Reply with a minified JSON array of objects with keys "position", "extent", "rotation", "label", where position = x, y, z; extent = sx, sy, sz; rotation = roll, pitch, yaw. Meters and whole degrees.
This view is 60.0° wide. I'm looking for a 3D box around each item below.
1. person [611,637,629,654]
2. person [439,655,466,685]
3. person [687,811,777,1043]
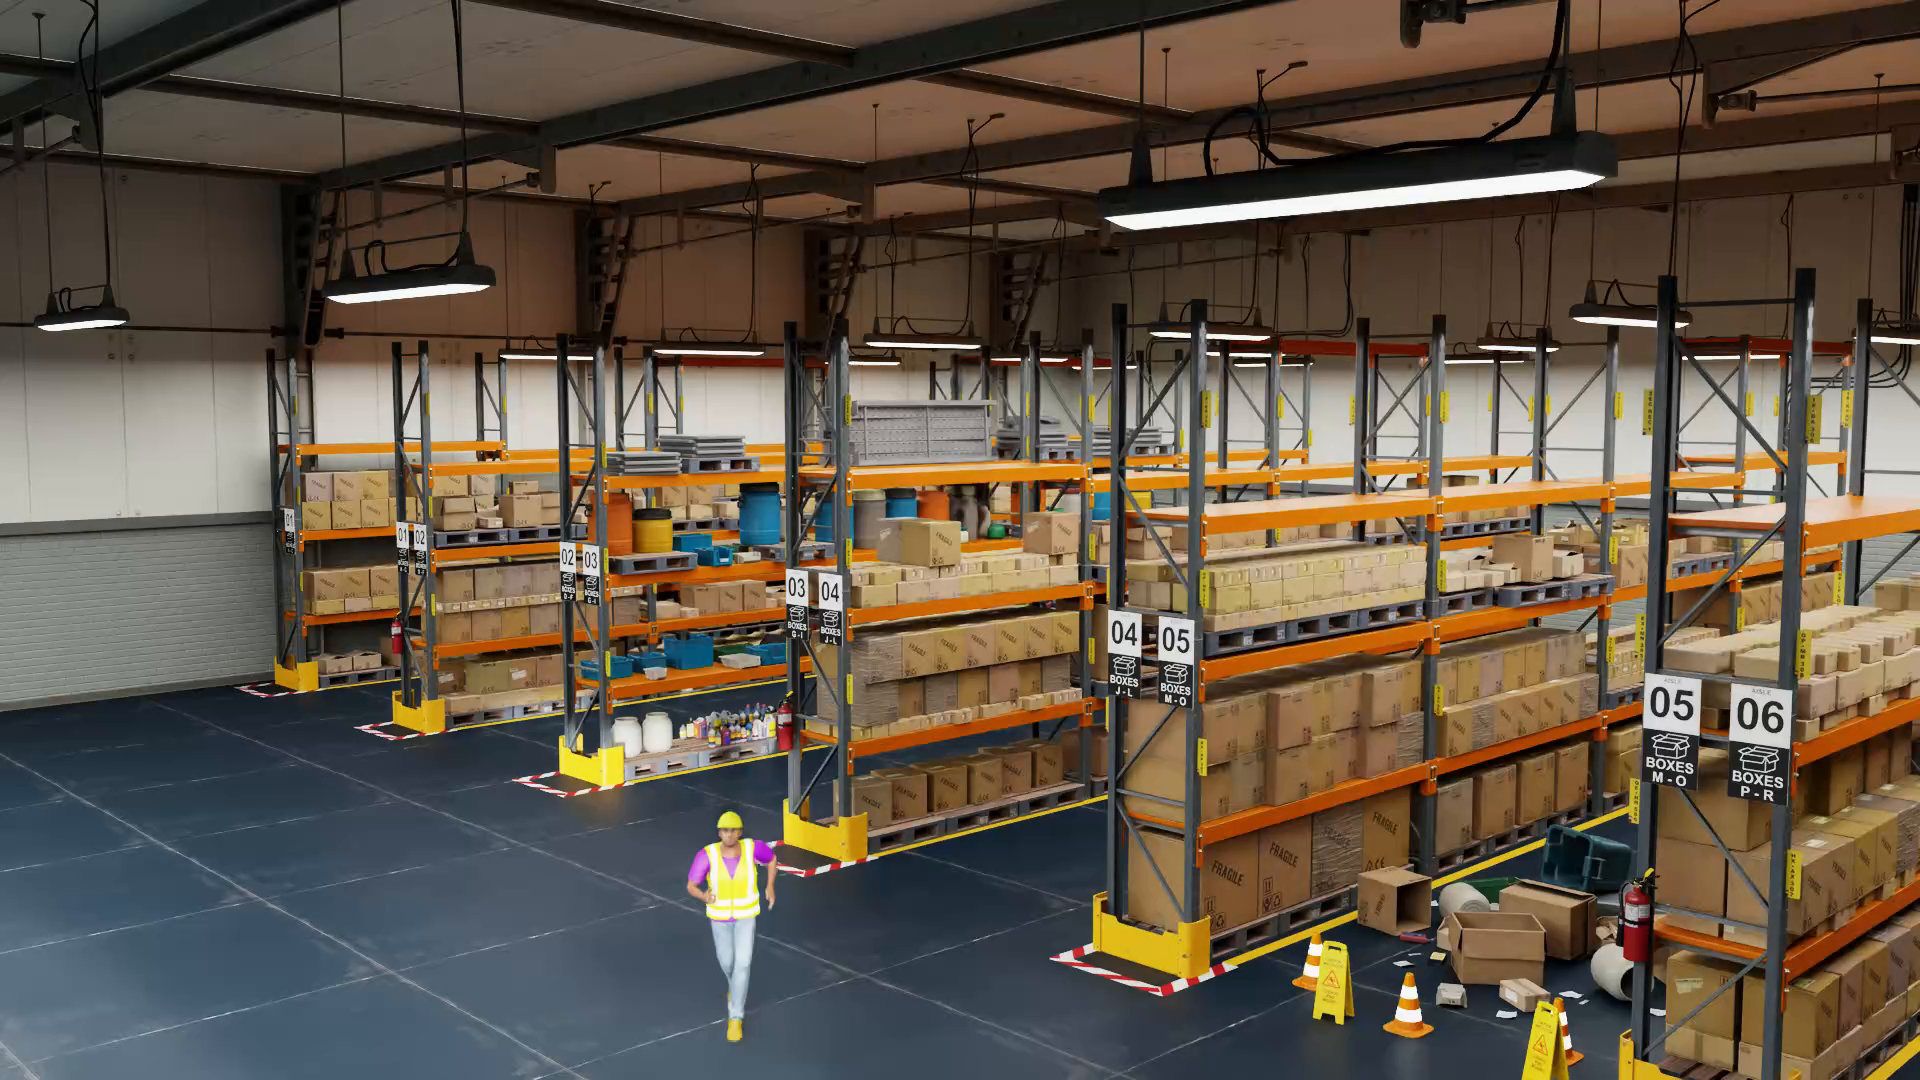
[{"position":[-6.432,1.640,31.028],"extent":[0.529,1.695,0.887],"rotation":[4,6,38],"label":"person"},{"position":[-8.515,1.934,27.801],"extent":[0.555,1.680,0.791],"rotation":[4,6,37],"label":"person"},{"position":[-1.871,3.119,13.688],"extent":[0.729,1.826,0.911],"rotation":[0,5,-6],"label":"person"}]
